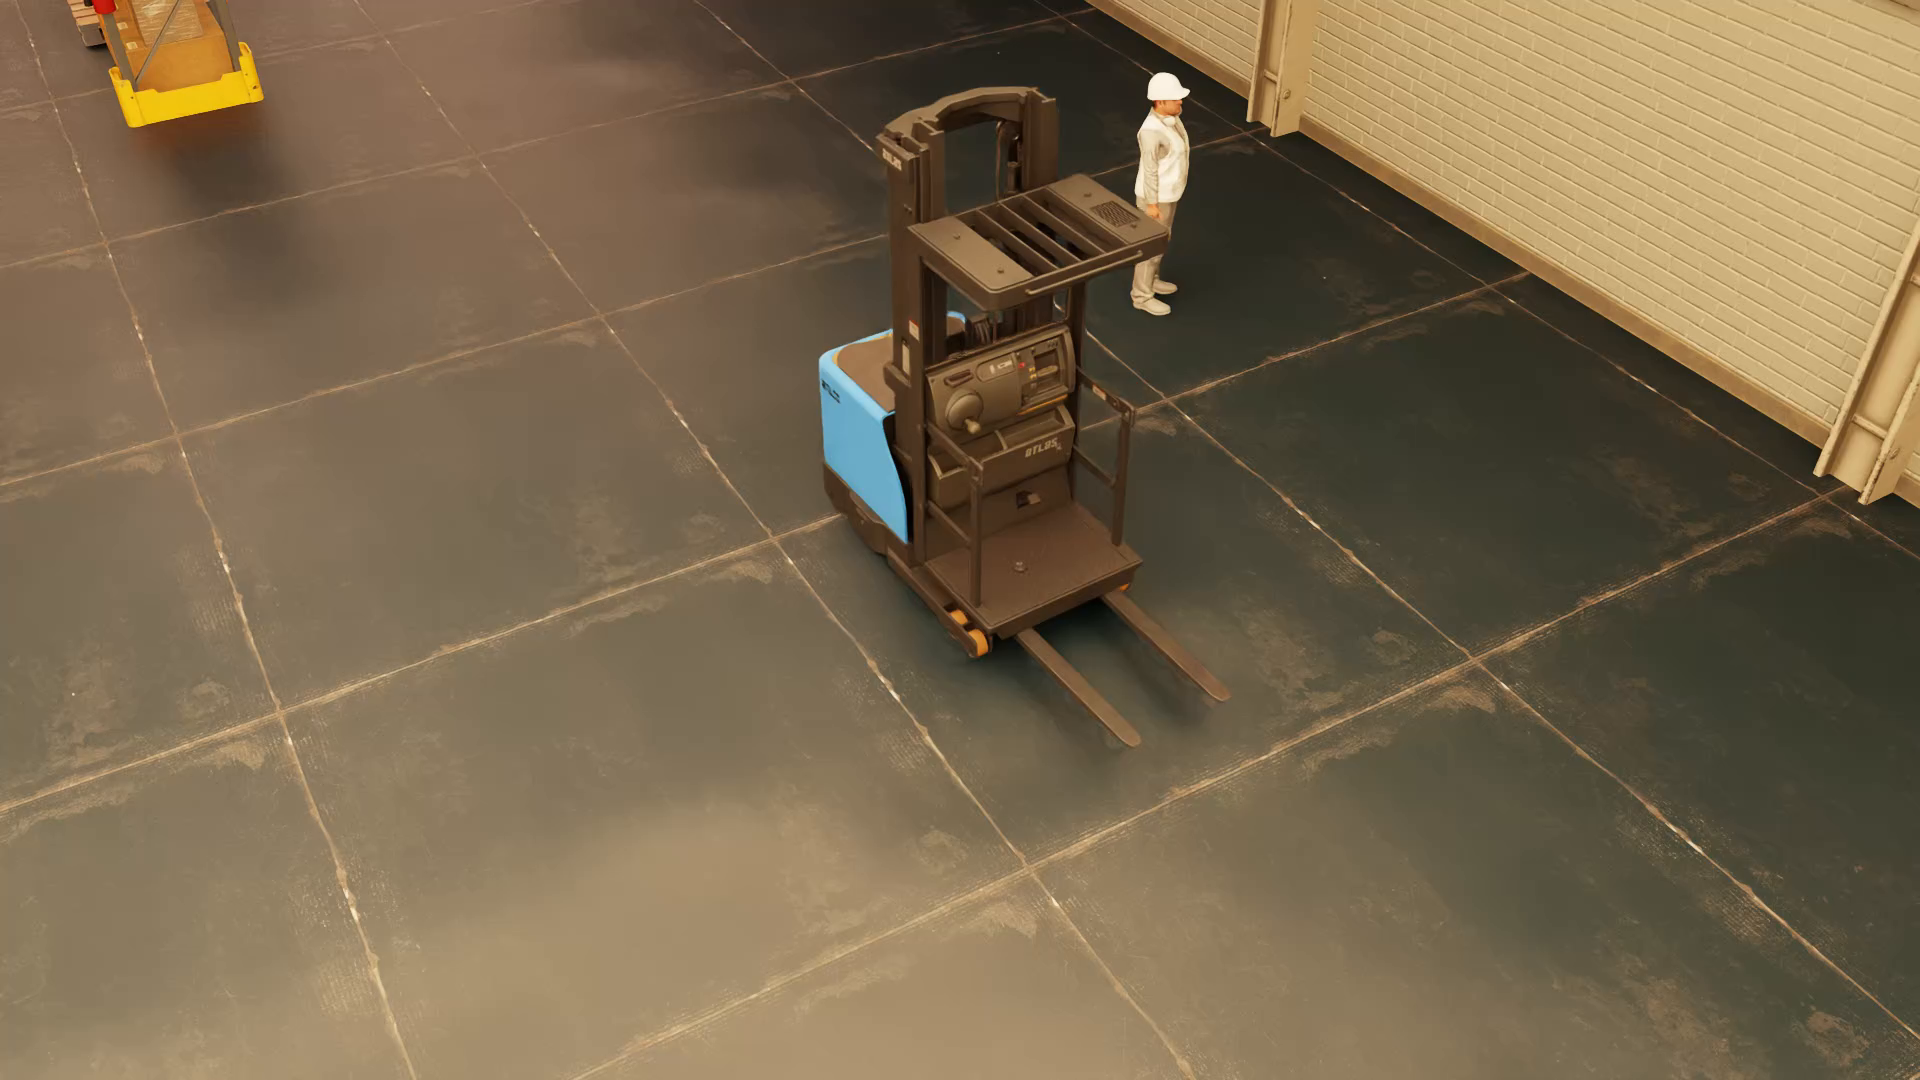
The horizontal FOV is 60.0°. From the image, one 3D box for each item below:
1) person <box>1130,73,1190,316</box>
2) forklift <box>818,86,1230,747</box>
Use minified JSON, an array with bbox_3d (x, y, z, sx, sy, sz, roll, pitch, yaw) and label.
[{"bbox_3d":[1.445,-2.507,11.966,0.361,1.776,0.533,11,41,13],"label":"person"},{"bbox_3d":[0.355,-0.802,9.003,1.130,2.935,3.031,-23,45,-25],"label":"forklift"}]
